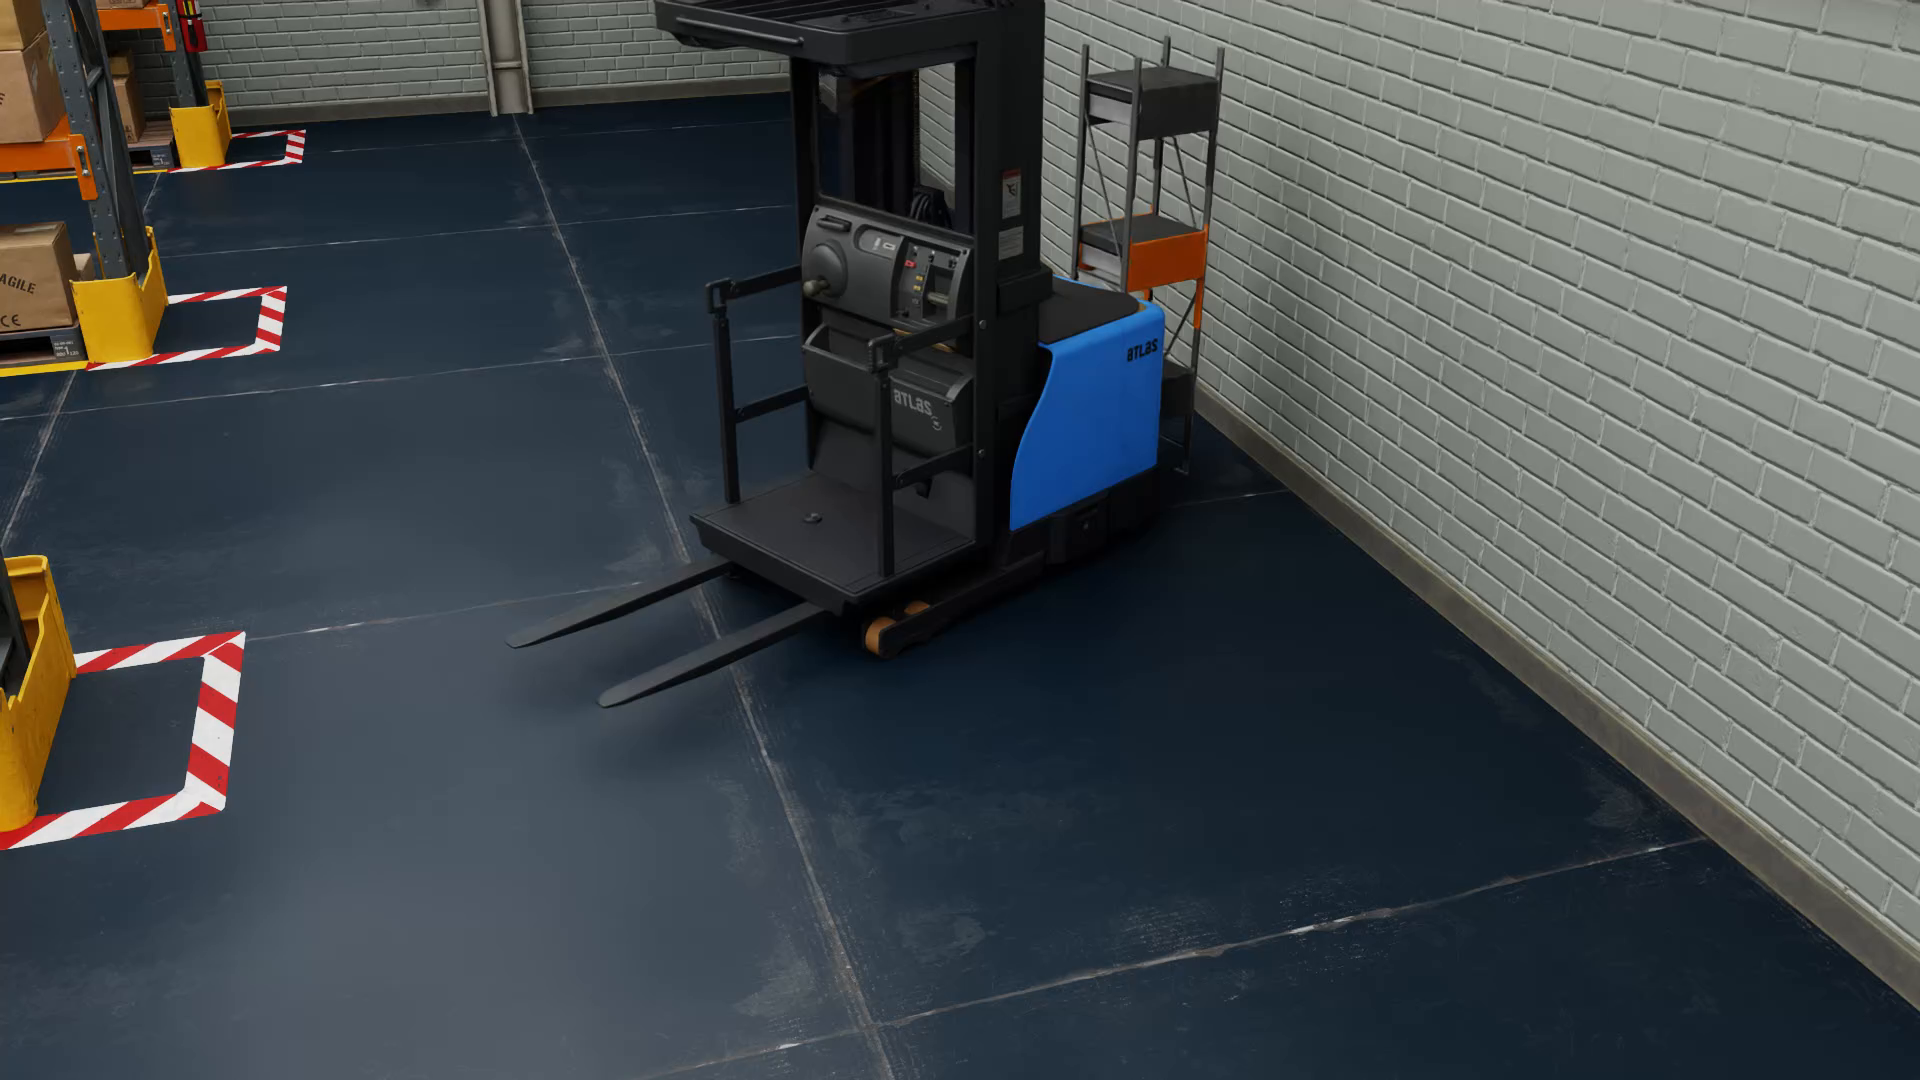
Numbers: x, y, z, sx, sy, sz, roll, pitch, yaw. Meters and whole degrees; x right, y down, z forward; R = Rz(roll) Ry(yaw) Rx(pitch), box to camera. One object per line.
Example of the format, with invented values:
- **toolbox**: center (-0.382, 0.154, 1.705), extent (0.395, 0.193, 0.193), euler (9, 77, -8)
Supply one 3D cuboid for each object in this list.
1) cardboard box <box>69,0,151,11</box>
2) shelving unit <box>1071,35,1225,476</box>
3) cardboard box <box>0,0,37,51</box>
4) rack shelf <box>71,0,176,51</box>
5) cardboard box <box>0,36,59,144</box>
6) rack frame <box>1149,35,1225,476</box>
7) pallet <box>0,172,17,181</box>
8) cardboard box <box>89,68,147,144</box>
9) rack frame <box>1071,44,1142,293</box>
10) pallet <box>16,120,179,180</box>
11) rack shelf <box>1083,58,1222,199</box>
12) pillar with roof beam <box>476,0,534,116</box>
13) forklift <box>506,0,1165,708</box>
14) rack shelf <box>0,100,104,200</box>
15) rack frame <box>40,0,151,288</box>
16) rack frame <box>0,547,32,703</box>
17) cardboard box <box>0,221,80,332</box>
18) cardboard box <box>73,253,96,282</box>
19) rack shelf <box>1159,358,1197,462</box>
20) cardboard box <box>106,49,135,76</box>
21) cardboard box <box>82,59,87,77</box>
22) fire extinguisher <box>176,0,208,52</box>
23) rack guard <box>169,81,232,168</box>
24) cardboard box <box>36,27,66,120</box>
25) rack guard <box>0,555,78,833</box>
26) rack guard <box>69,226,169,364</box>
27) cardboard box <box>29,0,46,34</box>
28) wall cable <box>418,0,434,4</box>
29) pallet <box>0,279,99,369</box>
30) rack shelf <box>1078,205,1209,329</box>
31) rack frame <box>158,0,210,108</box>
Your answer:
- **cardboard box**: center (-7.122, -4.814, 13.736), extent (0.700, 0.700, 0.980), euler (-7, 27, -14)
- **shelving unit**: center (0.854, -1.287, 7.967), extent (0.503, 2.100, 0.431), euler (-16, 31, -31)
- **cardboard box**: center (-5.441, -2.975, 9.132), extent (0.500, 0.500, 0.500), euler (-8, 28, -17)
- **rack shelf**: center (-8.542, -4.156, 13.558), extent (4.000, 0.370, 1.077), euler (-8, 28, -16)
- **cardboard box**: center (-5.444, -2.528, 9.356), extent (0.500, 0.500, 0.500), euler (-7, 27, -15)
- **rack frame**: center (1.055, -1.345, 8.094), extent (0.015, 2.100, 0.400), euler (-16, 31, -31)
- **pallet**: center (-8.534, -3.195, 13.949), extent (1.213, 0.211, 1.003), euler (-8, 28, -16)
- **cardboard box**: center (-7.275, -3.684, 14.135), extent (0.500, 0.500, 0.700), euler (-8, 28, -16)
- **rack frame**: center (0.654, -1.229, 7.840), extent (0.015, 2.100, 0.400), euler (-16, 31, -31)
- **pallet**: center (-7.376, -3.362, 14.284), extent (1.213, 0.211, 1.003), euler (-8, 28, -16)
- **rack shelf**: center (0.867, -1.904, 7.667), extent (0.480, 0.518, 0.431), euler (-16, 31, -31)
- **pillar with roof beam**: center (-3.008, -6.358, 10.437), extent (0.400, 9.000, 9.100), euler (-8, 28, -16)
- **forklift**: center (-0.459, -1.089, 6.647), extent (1.130, 2.935, 3.031), euler (24, 35, 39)
- **rack shelf**: center (-7.004, -2.062, 9.340), extent (4.000, 0.370, 1.077), euler (-8, 28, -16)
- **rack frame**: center (-5.103, -2.660, 9.734), extent (0.127, 3.000, 1.000), euler (-8, 28, -16)
- **rack frame**: center (-3.572, -0.565, 5.515), extent (0.127, 3.000, 1.000), euler (-8, 28, -16)
- **cardboard box**: center (-5.543, -1.558, 9.832), extent (0.500, 0.500, 0.500), euler (-8, 28, -16)
- **cardboard box**: center (-5.607, -1.668, 10.447), extent (0.250, 0.149, 0.380), euler (-8, 28, -16)
- **rack shelf**: center (0.841, -0.646, 8.280), extent (0.480, 0.518, 0.431), euler (-16, 31, -31)
- **cardboard box**: center (-7.218, -4.076, 14.196), extent (0.250, 0.149, 0.380), euler (-8, 28, -16)
- **cardboard box**: center (-7.340, -3.879, 13.800), extent (0.250, 0.149, 0.380), euler (-9, 28, -17)
- **fire extinguisher**: center (-6.354, -4.378, 13.701), extent (0.183, 0.674, 0.296), euler (-8, 28, -16)
- **rack guard**: center (-6.617, -3.638, 14.515), extent (0.348, 0.500, 1.175), euler (-8, 28, -16)
- **cardboard box**: center (-5.606, -2.755, 9.814), extent (0.500, 0.500, 0.500), euler (-8, 27, -15)
- **rack guard**: center (-3.553, 0.546, 6.088), extent (0.348, 0.500, 1.175), euler (-8, 28, -16)
- **rack guard**: center (-5.175, -1.530, 10.269), extent (0.348, 0.500, 1.175), euler (-8, 28, -16)
- **cardboard box**: center (-5.606, -3.203, 9.591), extent (0.500, 0.500, 0.500), euler (-7, 27, -15)
- **wall cable**: center (-5.716, -5.785, 14.887), extent (1.851, 1.984, 0.084), euler (-8, 28, -16)
- **pallet**: center (-5.933, -1.290, 10.112), extent (1.213, 0.211, 1.003), euler (-8, 28, -16)
- **rack shelf**: center (0.854, -1.275, 7.973), extent (0.480, 0.518, 0.431), euler (-16, 31, -31)
- **rack frame**: center (-6.640, -4.754, 13.952), extent (0.127, 3.000, 1.000), euler (-8, 28, -16)
